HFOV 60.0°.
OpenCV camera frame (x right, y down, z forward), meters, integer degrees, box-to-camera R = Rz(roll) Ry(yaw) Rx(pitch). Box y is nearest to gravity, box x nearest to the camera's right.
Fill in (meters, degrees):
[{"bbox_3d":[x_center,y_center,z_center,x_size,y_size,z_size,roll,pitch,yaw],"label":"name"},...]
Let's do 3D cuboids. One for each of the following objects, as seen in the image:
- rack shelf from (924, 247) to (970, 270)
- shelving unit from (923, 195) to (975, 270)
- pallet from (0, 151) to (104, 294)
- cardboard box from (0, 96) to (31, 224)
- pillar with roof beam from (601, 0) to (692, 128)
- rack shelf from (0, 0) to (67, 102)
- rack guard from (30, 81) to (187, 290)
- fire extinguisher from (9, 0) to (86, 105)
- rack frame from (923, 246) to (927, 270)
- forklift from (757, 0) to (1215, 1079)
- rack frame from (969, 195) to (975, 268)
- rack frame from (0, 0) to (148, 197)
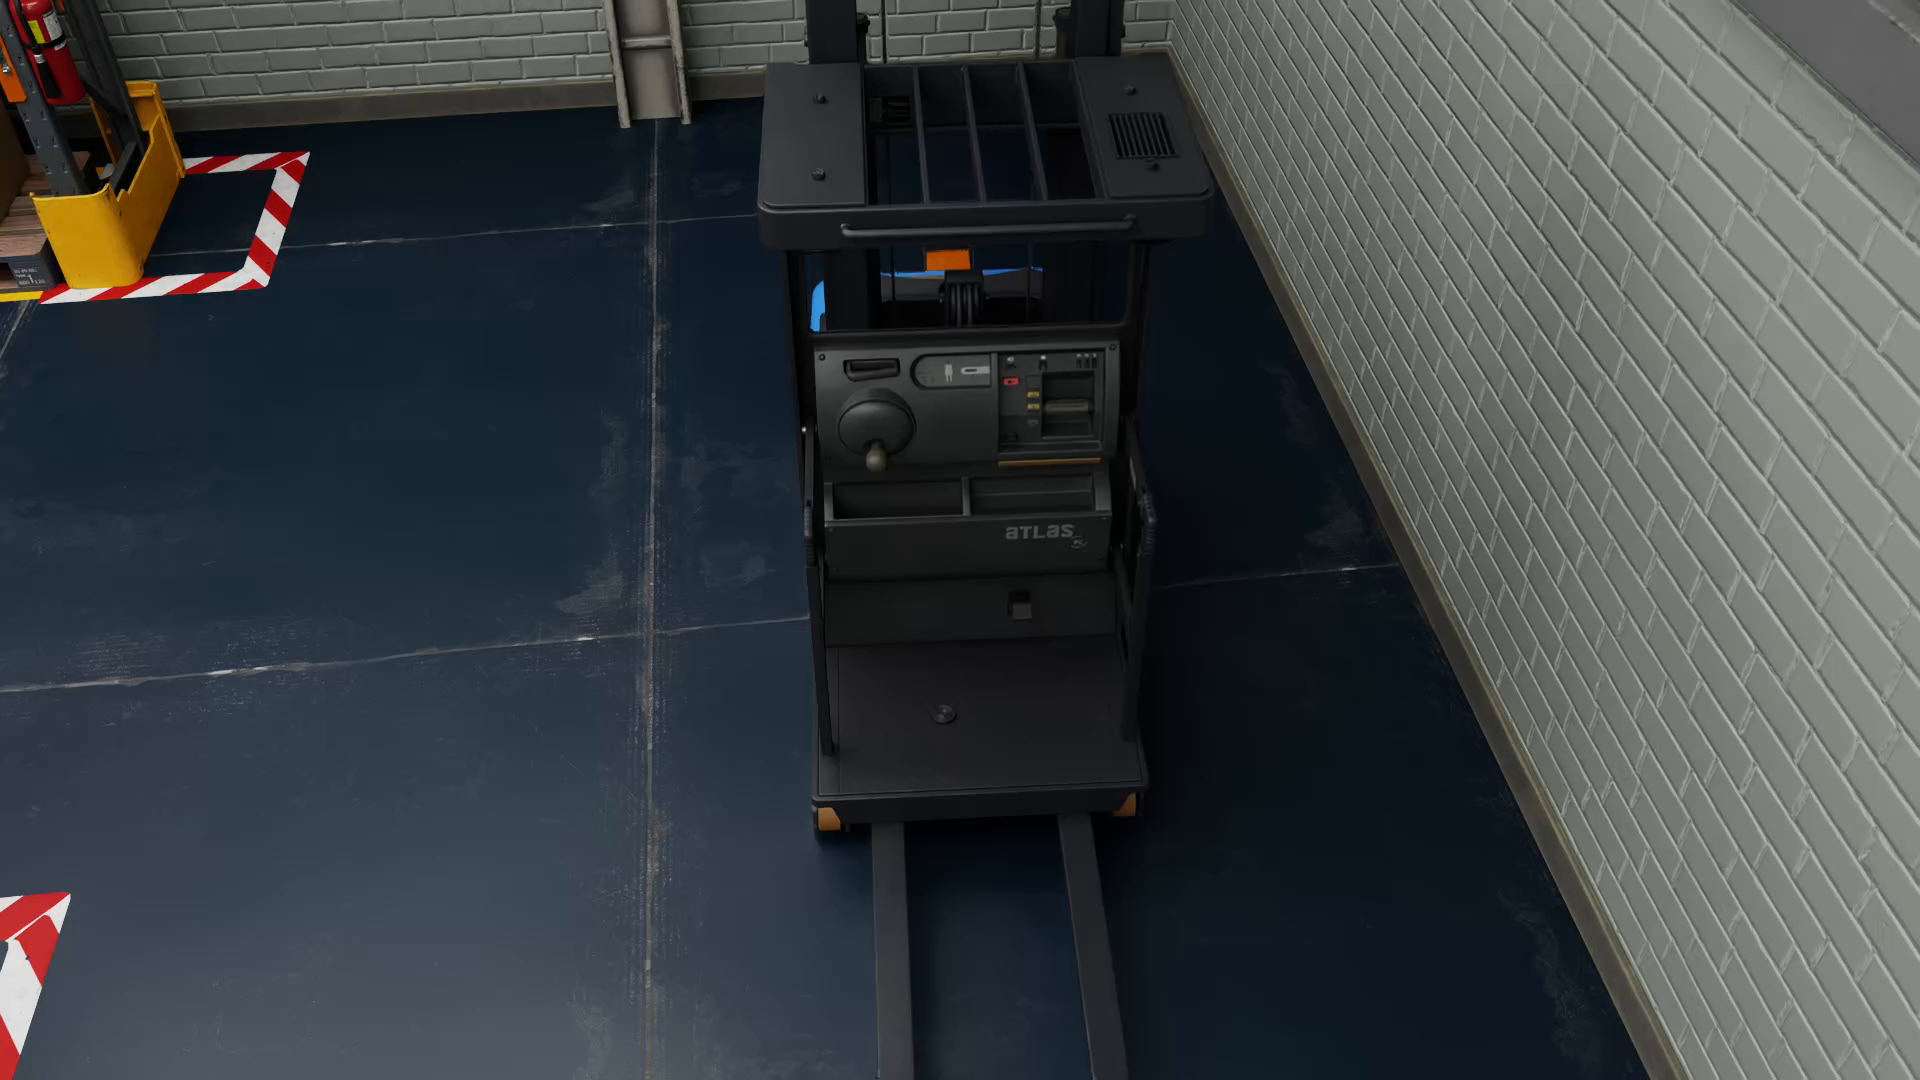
[{"bbox_3d":[-0.046,-1.040,6.534,0.180,0.103,0.258,-2,42,-3],"label":"rack shelf"},{"bbox_3d":[-0.046,-0.804,6.744,0.189,1.200,0.258,-2,42,-3],"label":"shelving unit"},{"bbox_3d":[-5.071,-1.573,8.337,1.213,0.211,1.003,-5,42,-6],"label":"pallet"},{"bbox_3d":[-4.969,-1.831,8.093,0.500,0.500,0.700,-5,42,-6],"label":"cardboard box"},{"bbox_3d":[-1.165,-2.908,3.255,0.400,9.000,9.100,-5,42,-6],"label":"pillar with roof beam"},{"bbox_3d":[-6.271,-2.289,7.586,4.000,0.370,1.077,-5,42,-6],"label":"rack shelf"},{"bbox_3d":[-4.264,-1.804,8.377,0.348,0.500,1.175,-5,42,-6],"label":"rack guard"},{"bbox_3d":[-4.078,-2.269,7.363,0.183,0.674,0.296,-5,42,-6],"label":"fire extinguisher"},{"bbox_3d":[-0.137,-0.800,6.740,0.006,1.200,0.240,-2,42,-3],"label":"rack frame"},{"bbox_3d":[0.041,-0.332,4.930,1.130,2.935,3.031,-2,42,-3],"label":"forklift"},{"bbox_3d":[0.045,-0.807,6.748,0.006,1.200,0.240,-2,42,-3],"label":"rack frame"},{"bbox_3d":[-4.288,-2.730,7.537,0.127,3.000,1.000,-5,42,-6],"label":"rack frame"}]
